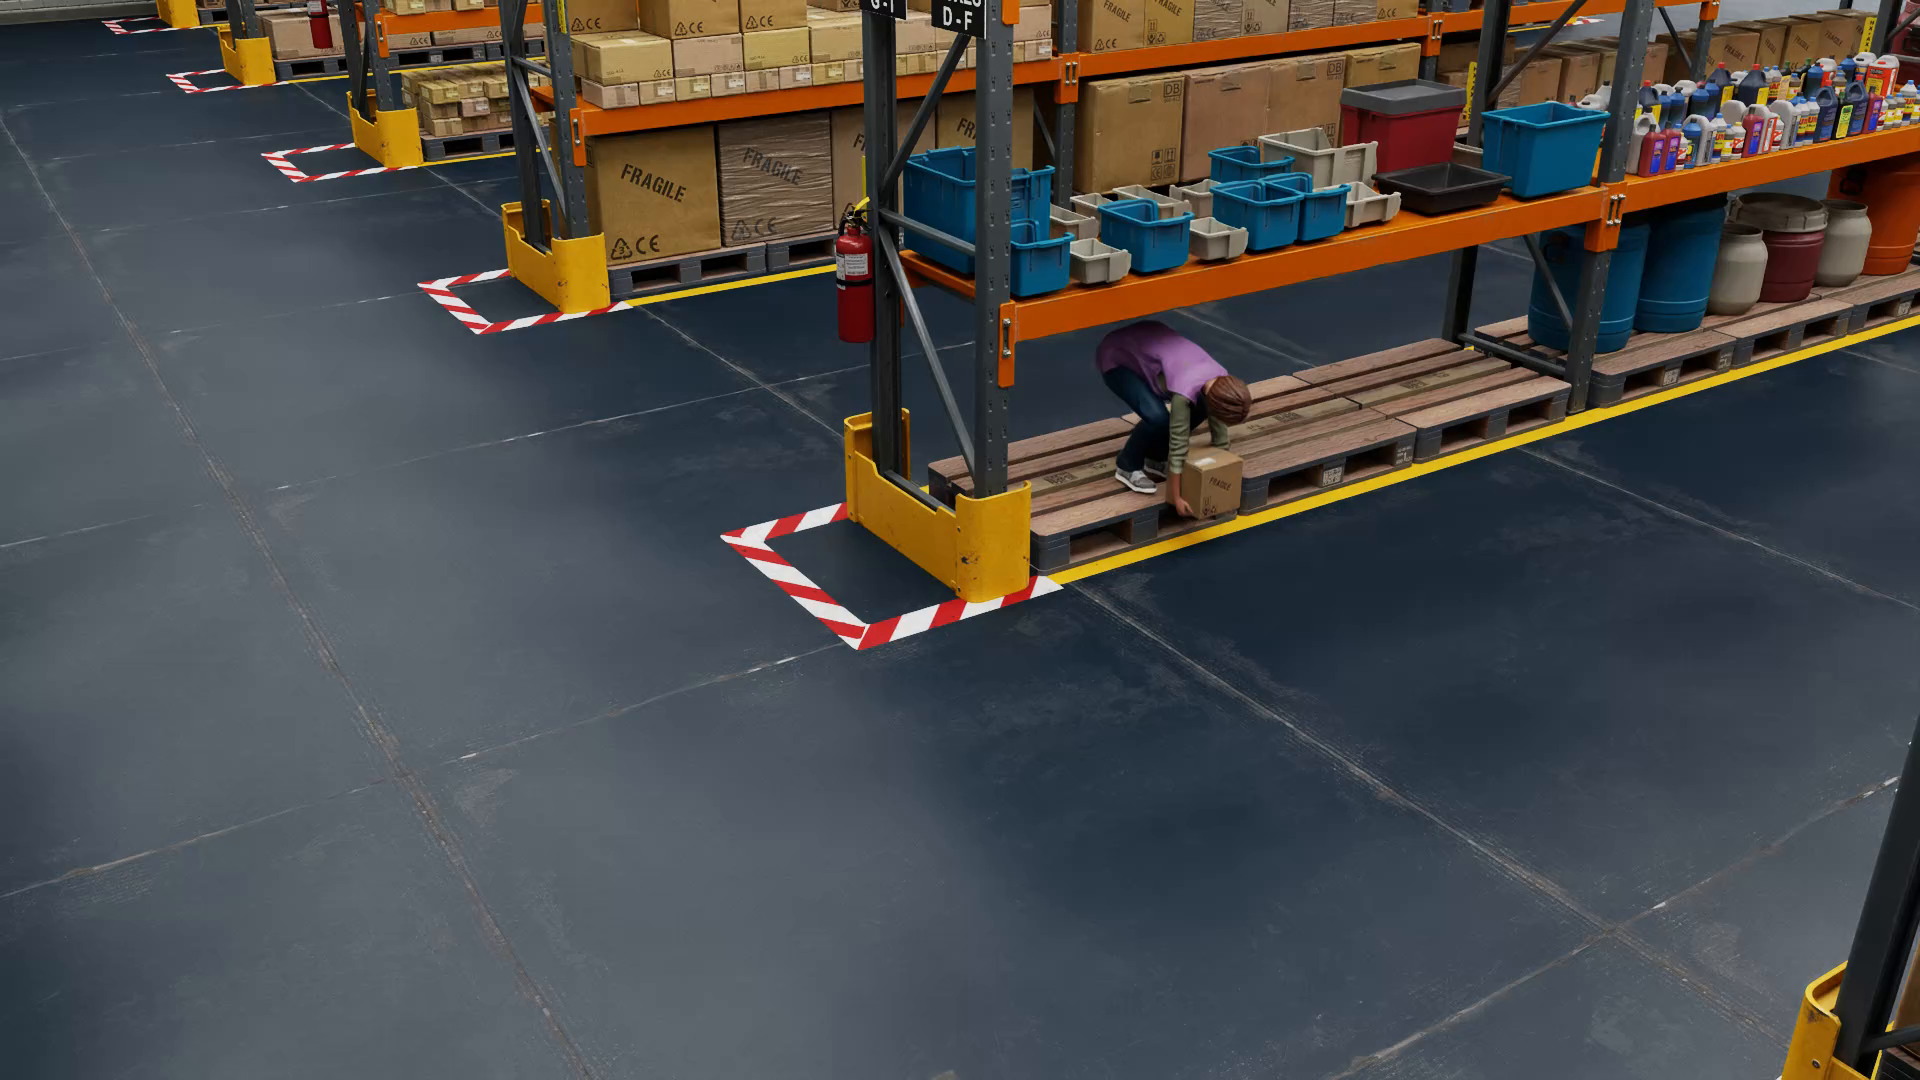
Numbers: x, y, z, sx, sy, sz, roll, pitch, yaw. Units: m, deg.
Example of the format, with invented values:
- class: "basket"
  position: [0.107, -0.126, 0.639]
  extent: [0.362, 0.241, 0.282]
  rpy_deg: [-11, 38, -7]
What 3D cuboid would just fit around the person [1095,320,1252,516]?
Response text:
- class: "person"
  position: [1.006, -0.587, 7.845]
  extent: [0.423, 0.811, 0.866]
  rpy_deg: [-20, 32, -36]
